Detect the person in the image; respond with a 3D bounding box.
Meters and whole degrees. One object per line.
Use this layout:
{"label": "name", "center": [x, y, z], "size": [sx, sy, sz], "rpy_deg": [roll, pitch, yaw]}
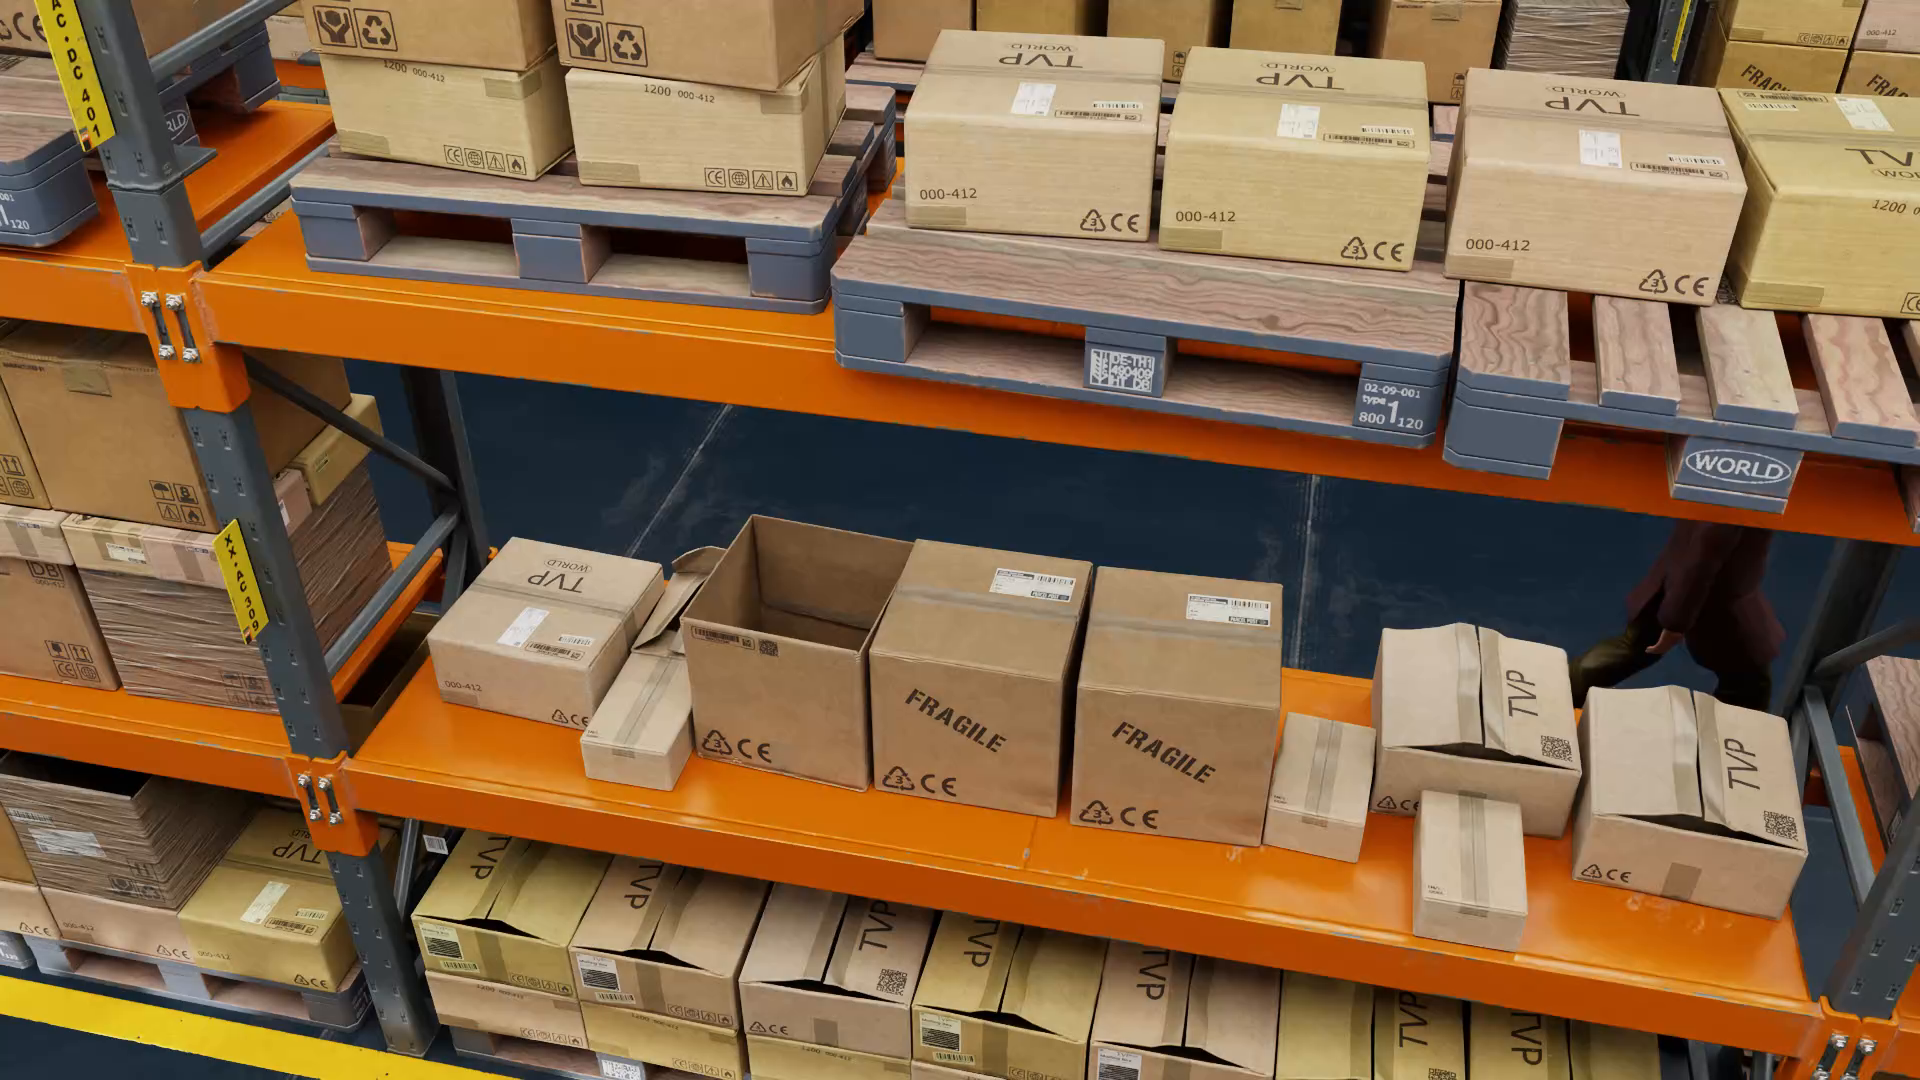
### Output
{"label": "person", "center": [2.685, 0.153, 5.953], "size": [1.059, 1.732, 0.561], "rpy_deg": [2, 36, 2]}
